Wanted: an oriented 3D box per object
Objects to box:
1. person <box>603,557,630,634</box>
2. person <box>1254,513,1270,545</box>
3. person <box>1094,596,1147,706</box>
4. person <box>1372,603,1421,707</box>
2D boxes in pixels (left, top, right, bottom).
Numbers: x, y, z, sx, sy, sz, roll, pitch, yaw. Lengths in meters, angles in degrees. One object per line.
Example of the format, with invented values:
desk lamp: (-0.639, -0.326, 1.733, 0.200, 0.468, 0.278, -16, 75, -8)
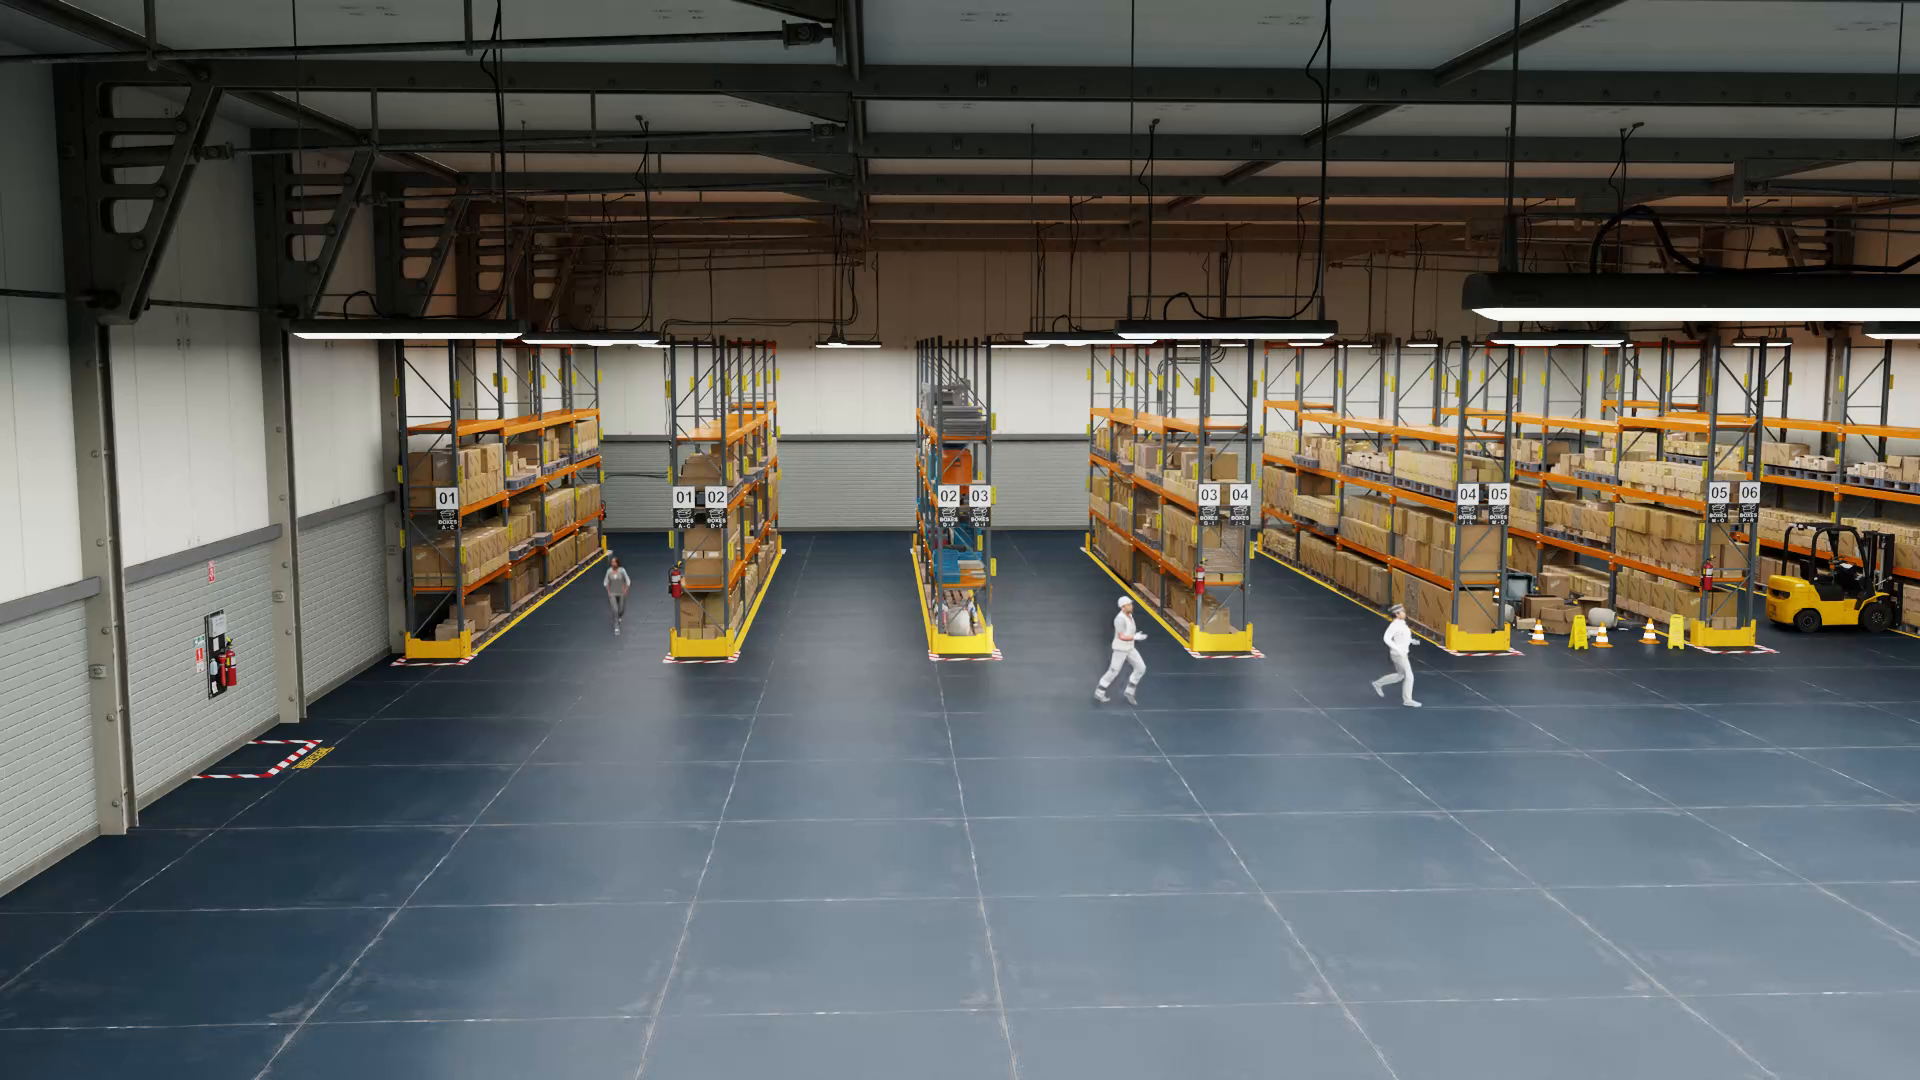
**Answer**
person: (-6.981, 1.162, 33.849, 0.536, 1.481, 0.506, -1, 7, -8)
person: (9.029, -0.655, 49.119, 0.724, 1.651, 0.624, 2, 7, 20)
person: (2.638, 1.789, 26.846, 0.898, 1.795, 0.673, 4, 8, 30)
person: (7.078, 1.842, 26.896, 0.809, 1.666, 0.626, 3, 7, 27)
